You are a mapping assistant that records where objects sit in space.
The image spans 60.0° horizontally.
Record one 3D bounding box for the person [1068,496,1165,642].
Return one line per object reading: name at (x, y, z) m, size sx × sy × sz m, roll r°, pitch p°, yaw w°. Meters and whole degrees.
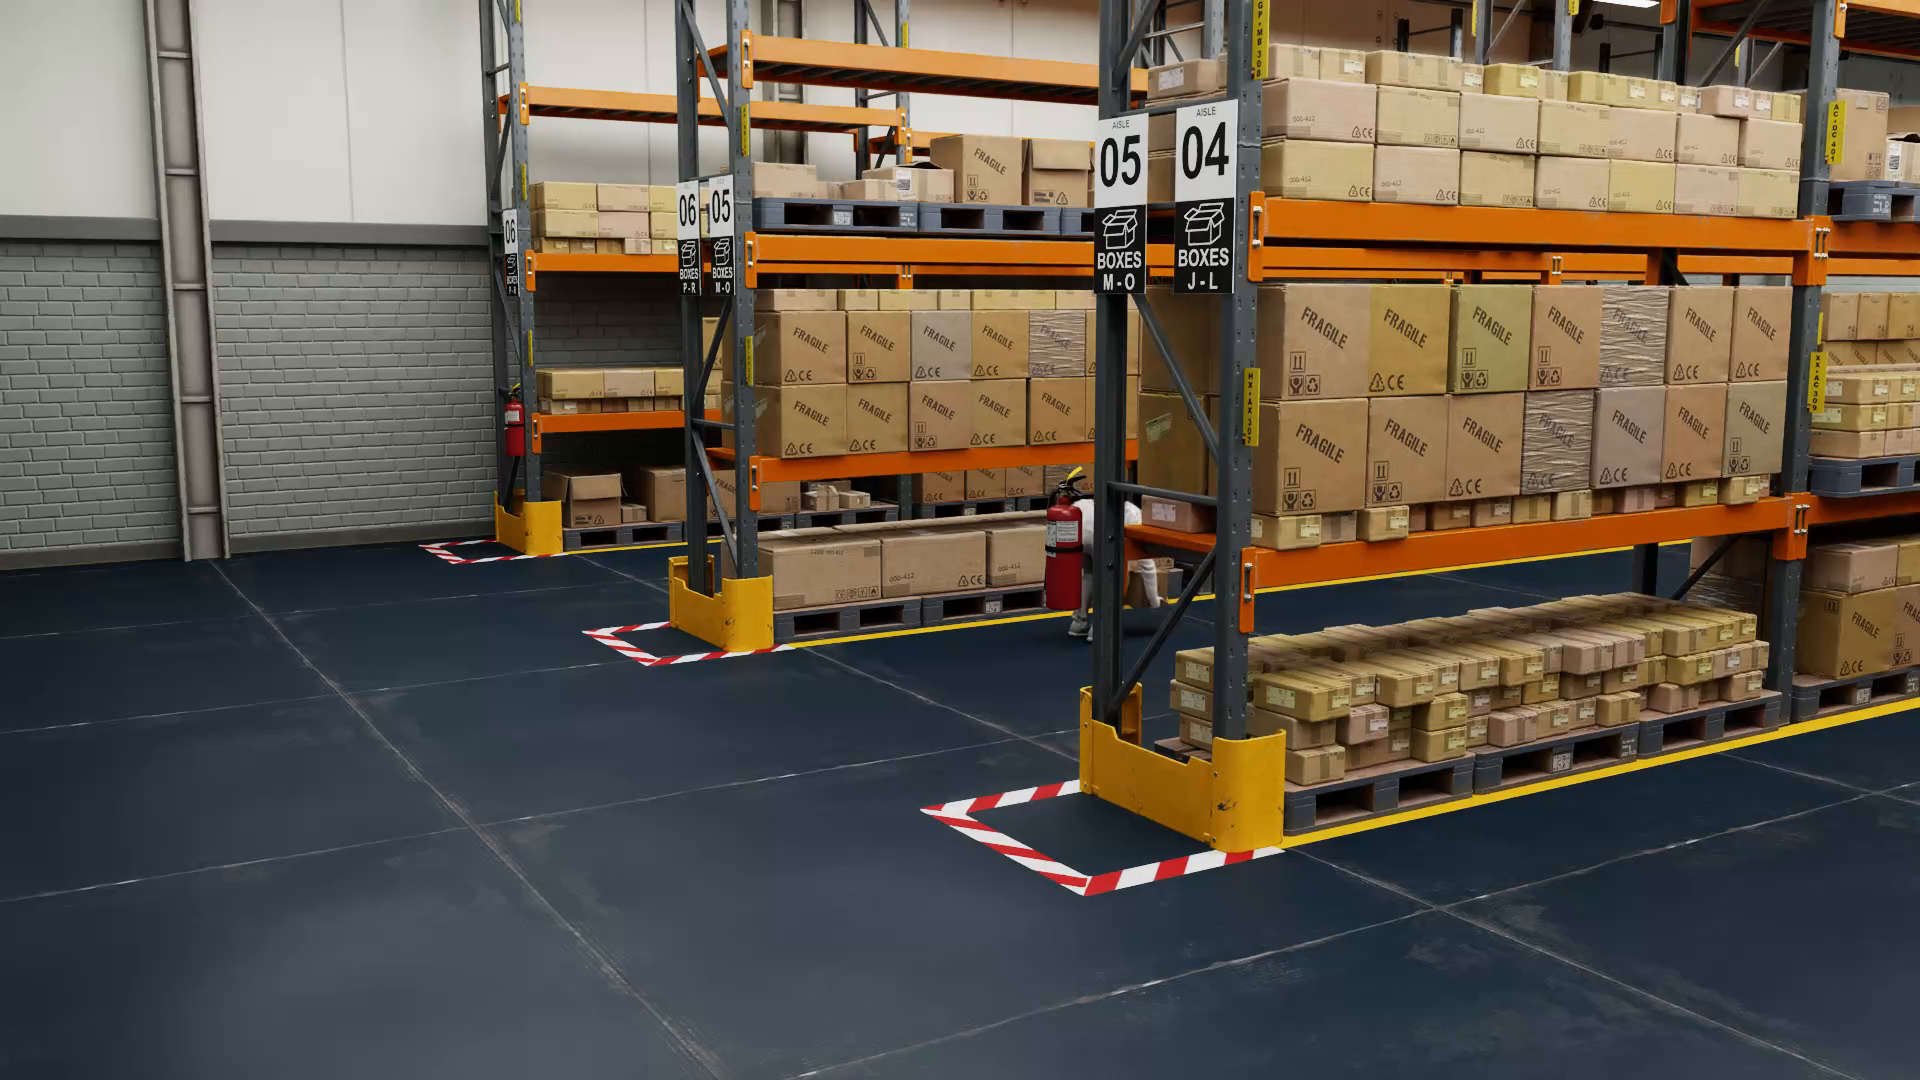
person at (1.120, 0.190, 11.820) m, size 0.905 × 1.005 × 0.433 m, roll -5°, pitch 10°, yaw -33°
